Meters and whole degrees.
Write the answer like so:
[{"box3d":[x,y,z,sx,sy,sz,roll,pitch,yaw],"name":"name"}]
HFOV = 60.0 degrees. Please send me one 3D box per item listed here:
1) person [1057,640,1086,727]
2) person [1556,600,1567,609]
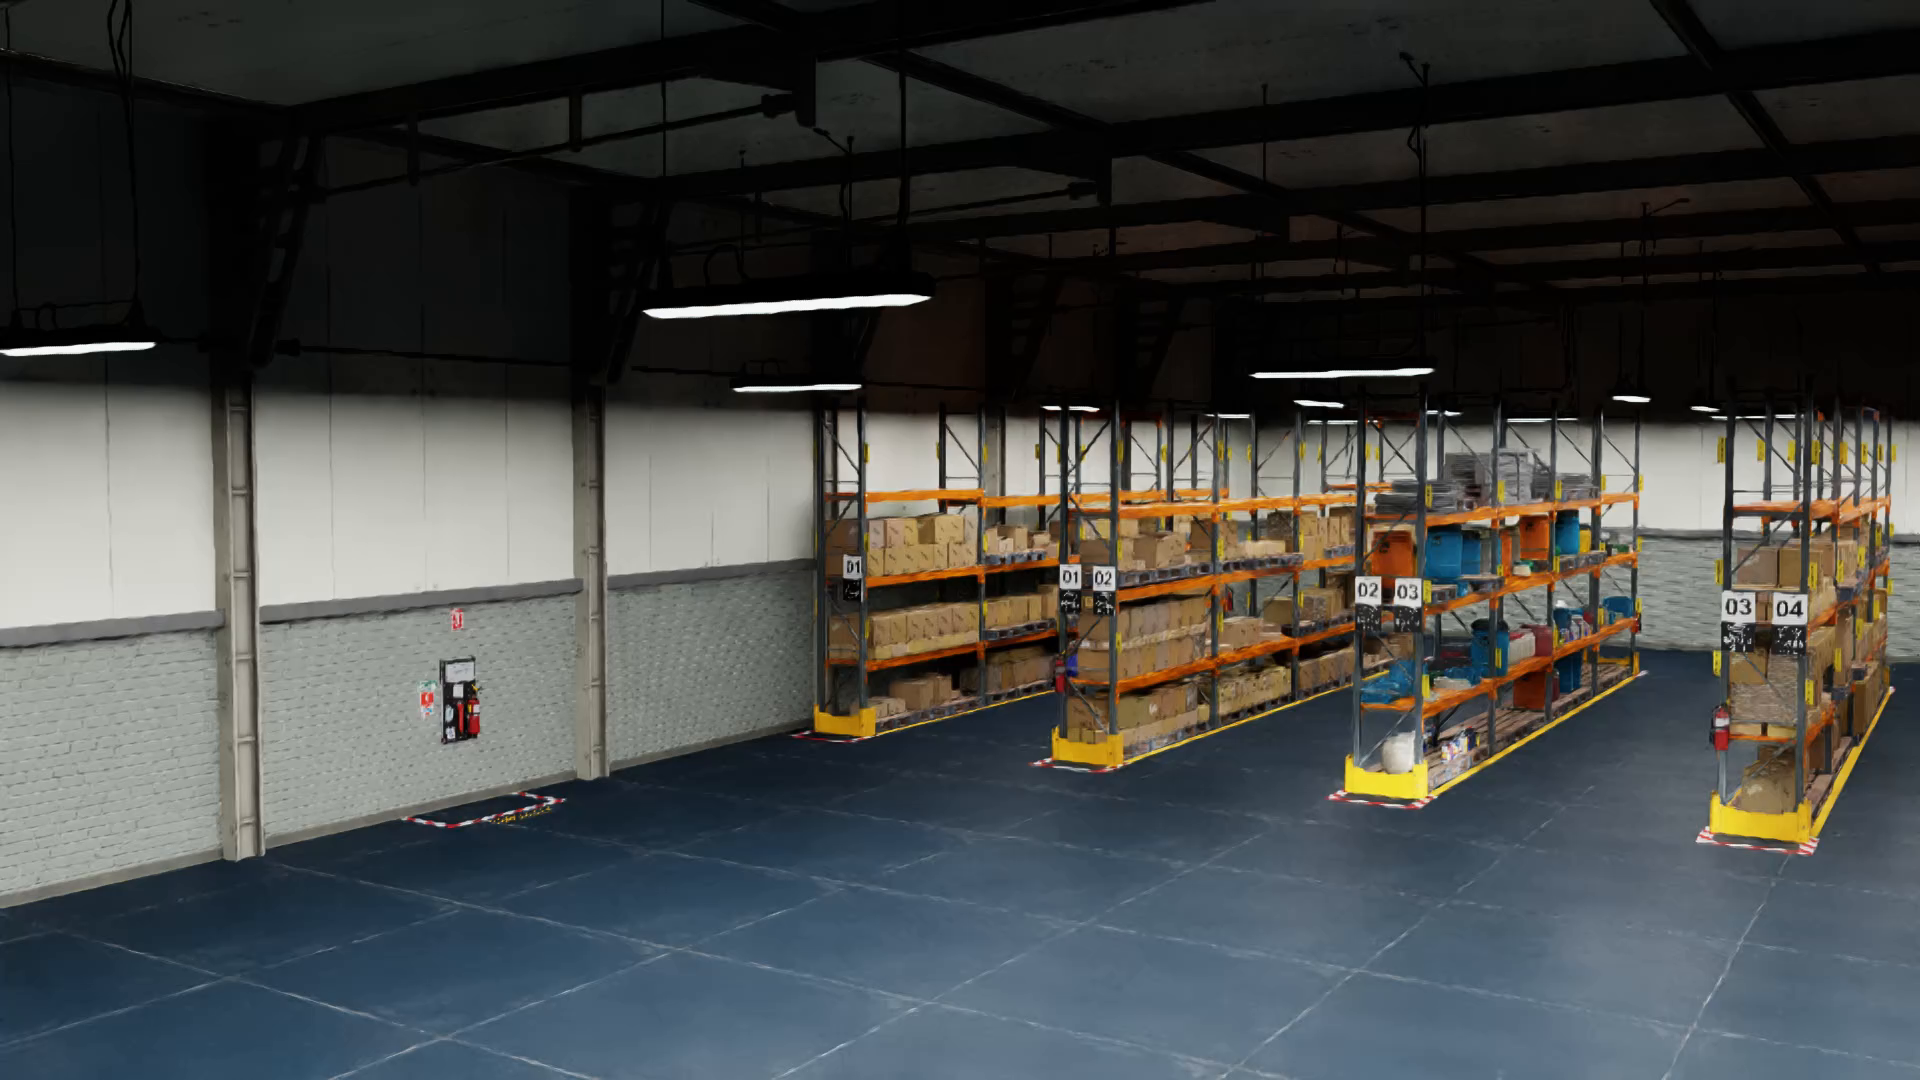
[{"box3d":[2.089,2.612,30.189,0.447,1.596,0.999,2,4,31],"name":"person"},{"box3d":[13.089,2.199,36.402,0.471,1.766,0.619,1,3,26],"name":"person"}]
